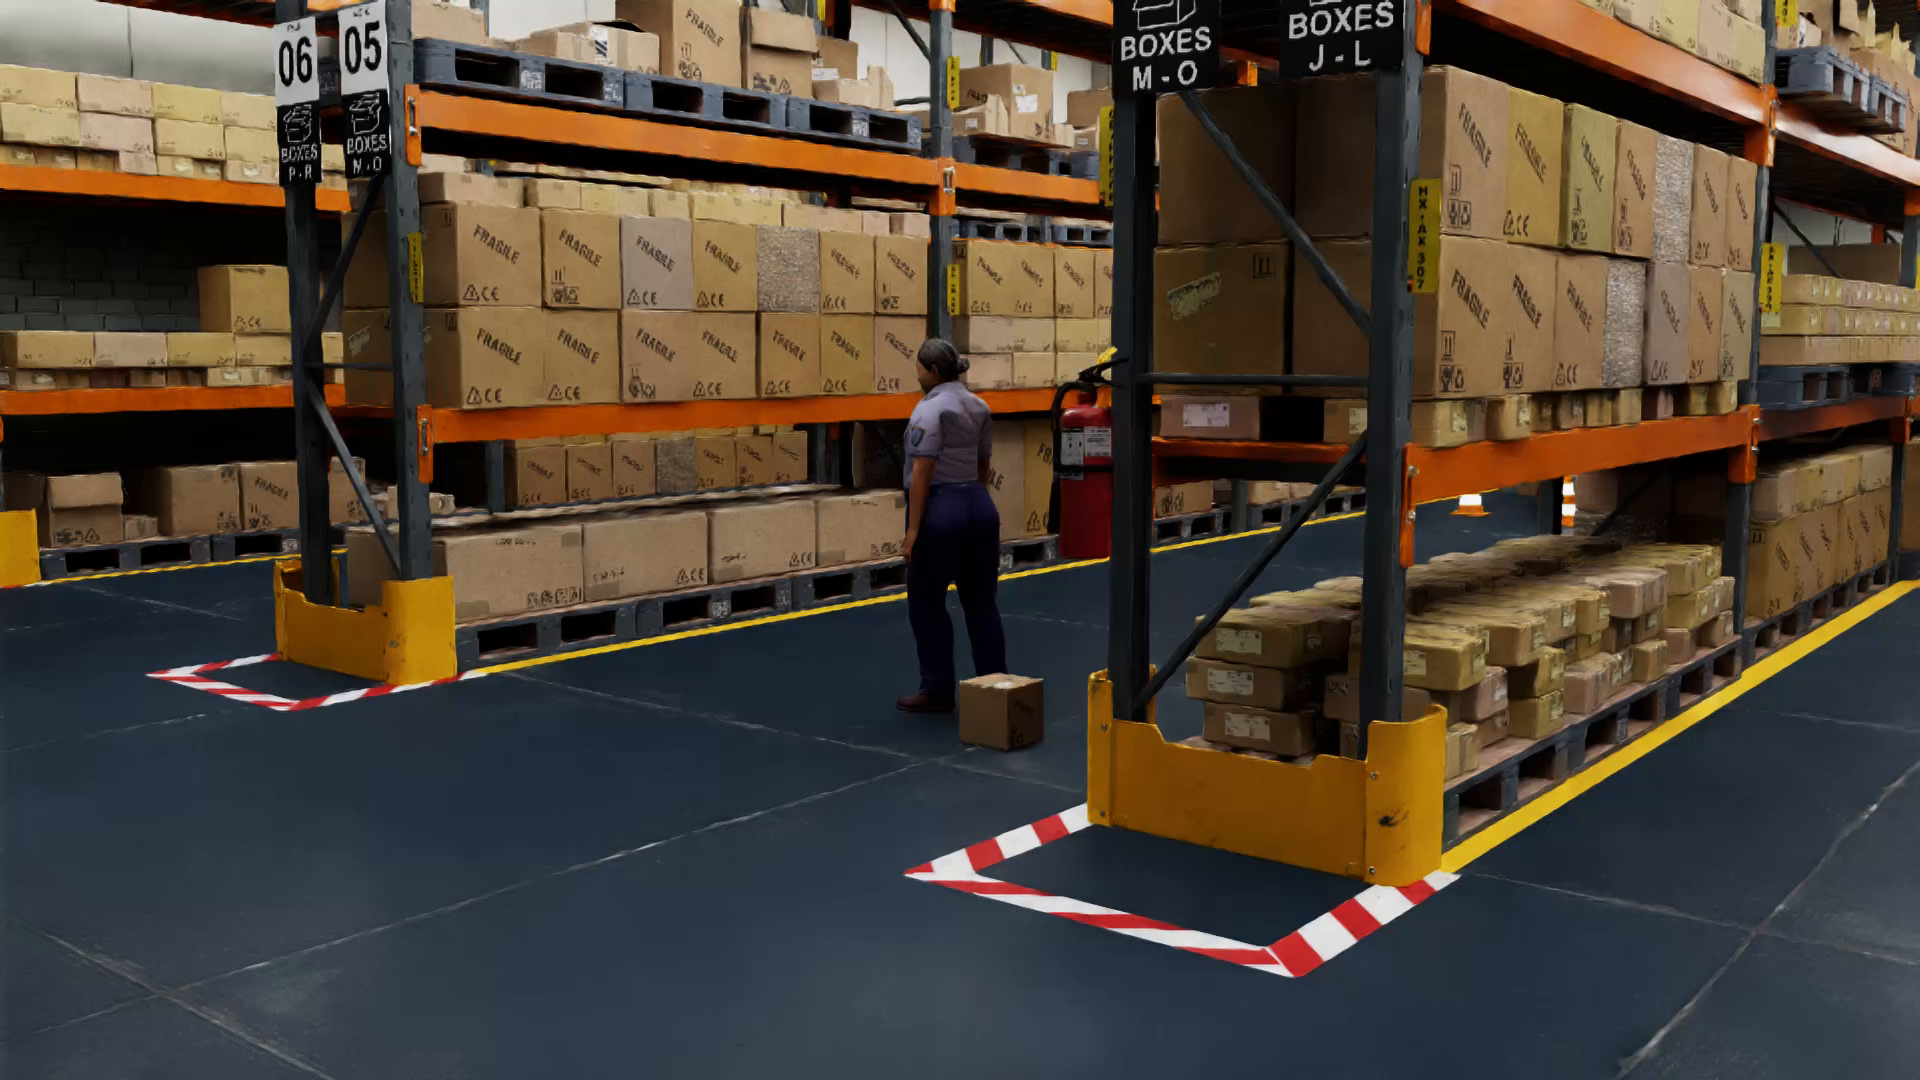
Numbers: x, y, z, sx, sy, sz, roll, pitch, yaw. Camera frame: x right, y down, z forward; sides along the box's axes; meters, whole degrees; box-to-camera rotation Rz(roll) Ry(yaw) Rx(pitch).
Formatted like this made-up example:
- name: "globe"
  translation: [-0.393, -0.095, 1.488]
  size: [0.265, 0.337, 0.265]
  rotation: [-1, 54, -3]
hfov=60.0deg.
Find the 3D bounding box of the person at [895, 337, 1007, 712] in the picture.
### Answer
- name: "person"
  translation: [-0.059, -0.053, 7.248]
  size: [0.540, 1.651, 0.494]
  rotation: [-6, 9, -40]
